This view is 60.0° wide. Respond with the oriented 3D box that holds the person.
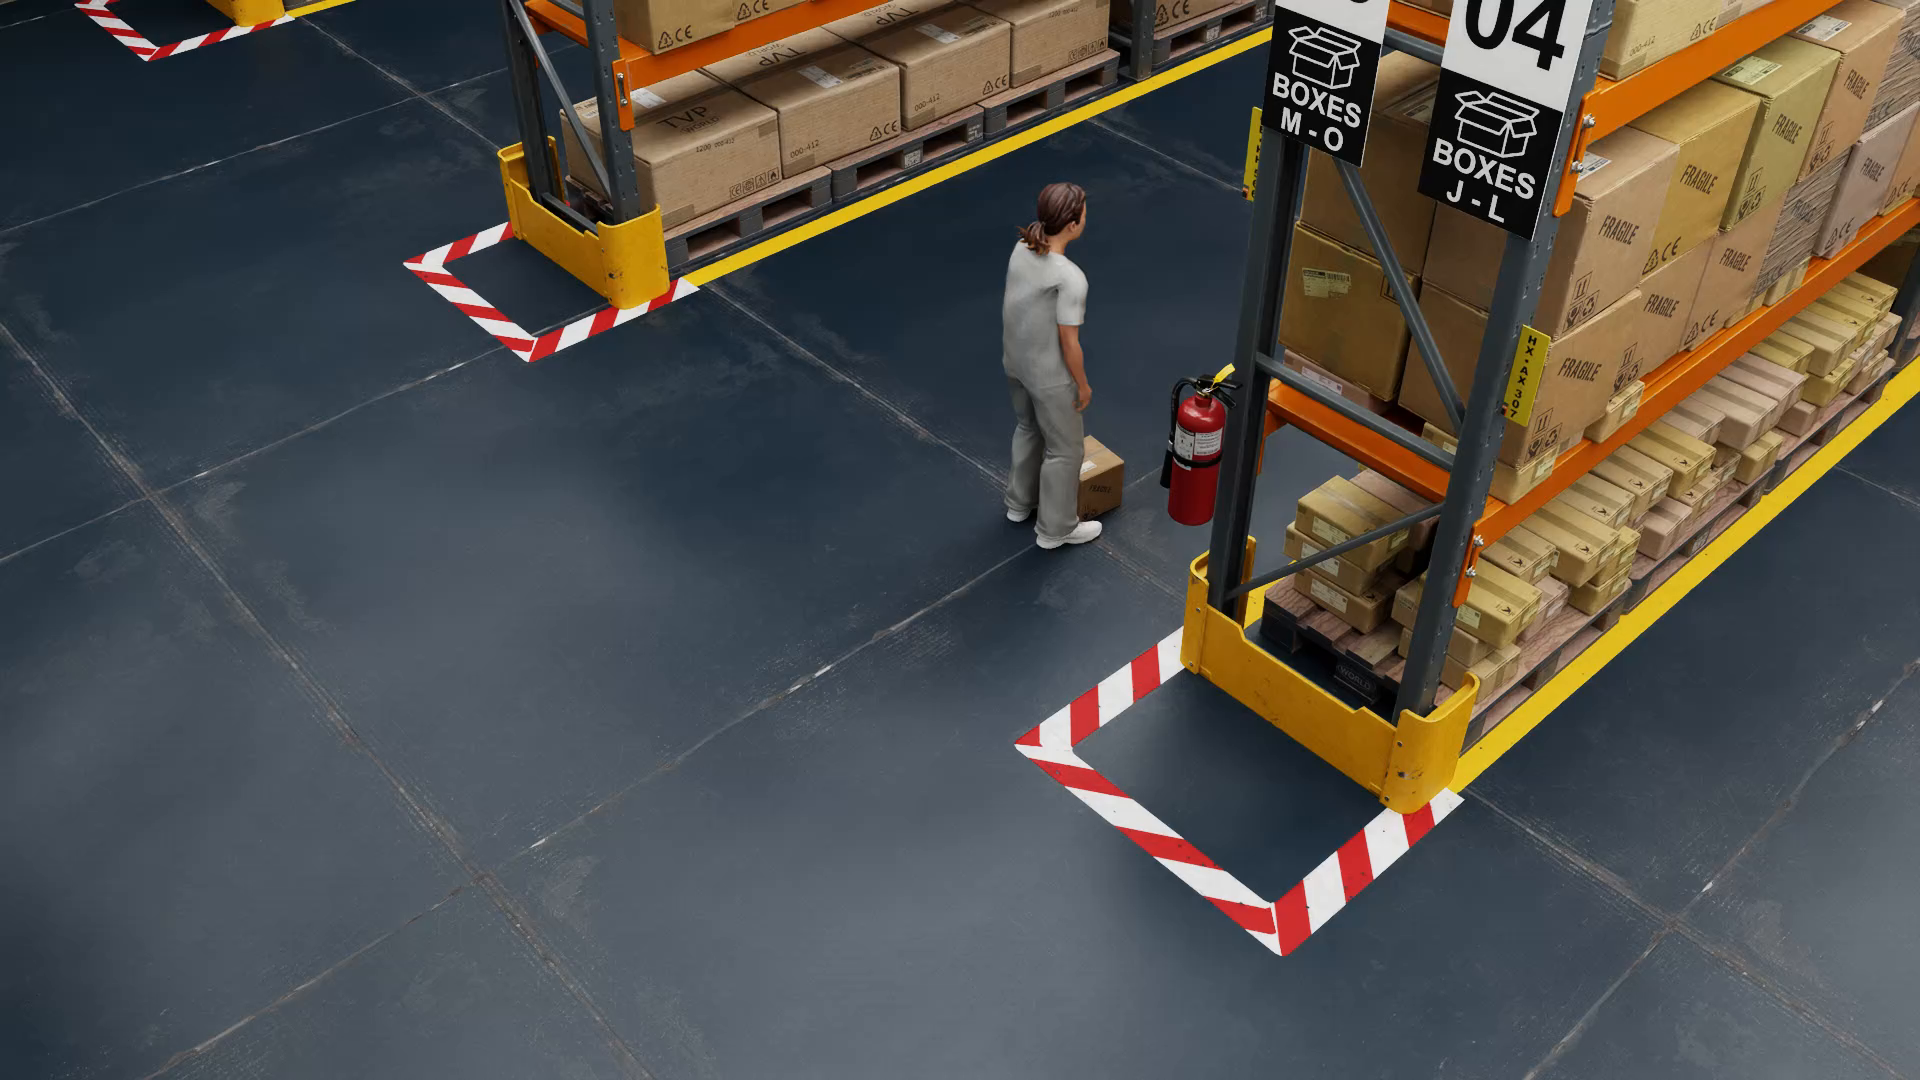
[{"bbox_3d":[0.372,-0.727,7.025,0.359,1.673,0.486,-23,45,-25],"label":"person"}]
